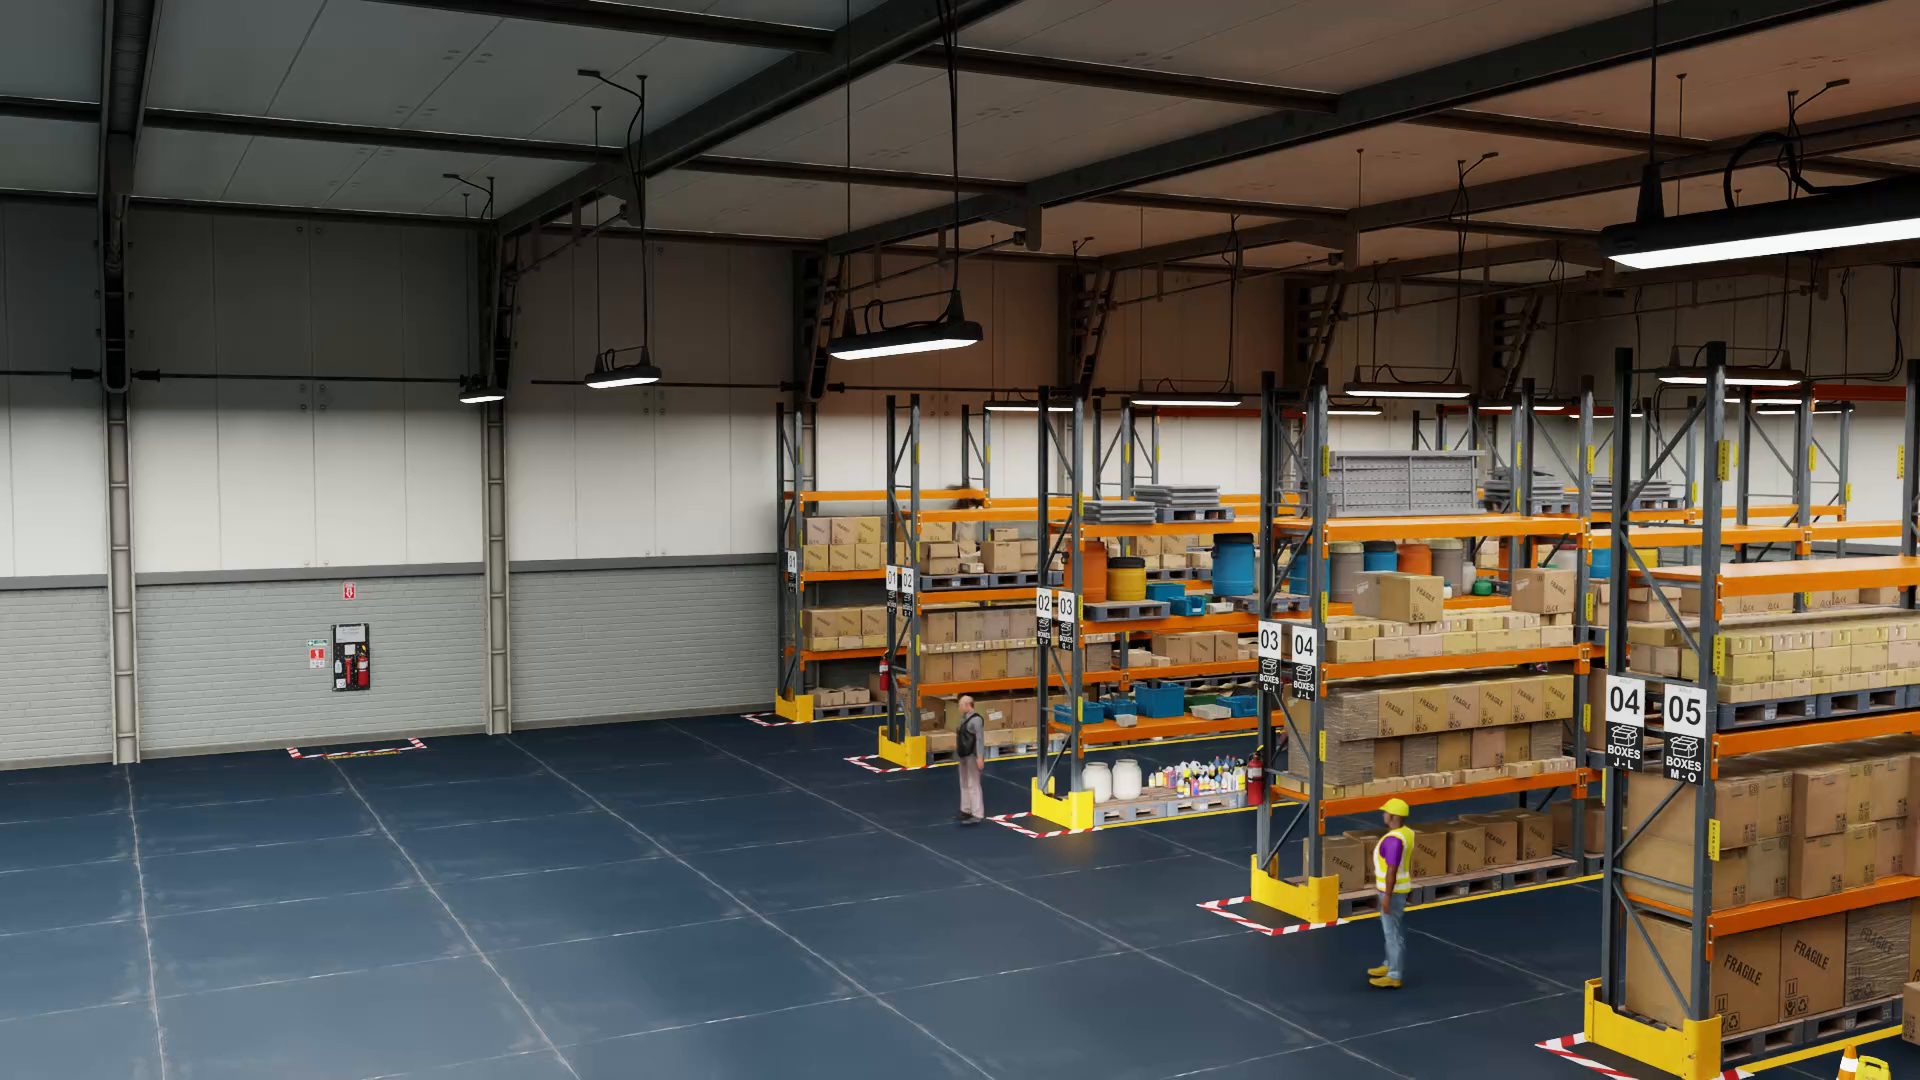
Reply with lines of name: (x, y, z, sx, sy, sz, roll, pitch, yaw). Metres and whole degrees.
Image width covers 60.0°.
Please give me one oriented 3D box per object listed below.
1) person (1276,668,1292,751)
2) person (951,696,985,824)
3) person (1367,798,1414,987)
person: (5.633, 2.748, 28.278, 1.015, 1.619, 0.617, -2, 4, -36)
person: (0.117, 3.006, 22.898, 0.421, 1.717, 0.610, -1, 3, -21)
person: (4.149, 3.363, 15.989, 0.420, 1.770, 0.619, 1, 3, 11)
